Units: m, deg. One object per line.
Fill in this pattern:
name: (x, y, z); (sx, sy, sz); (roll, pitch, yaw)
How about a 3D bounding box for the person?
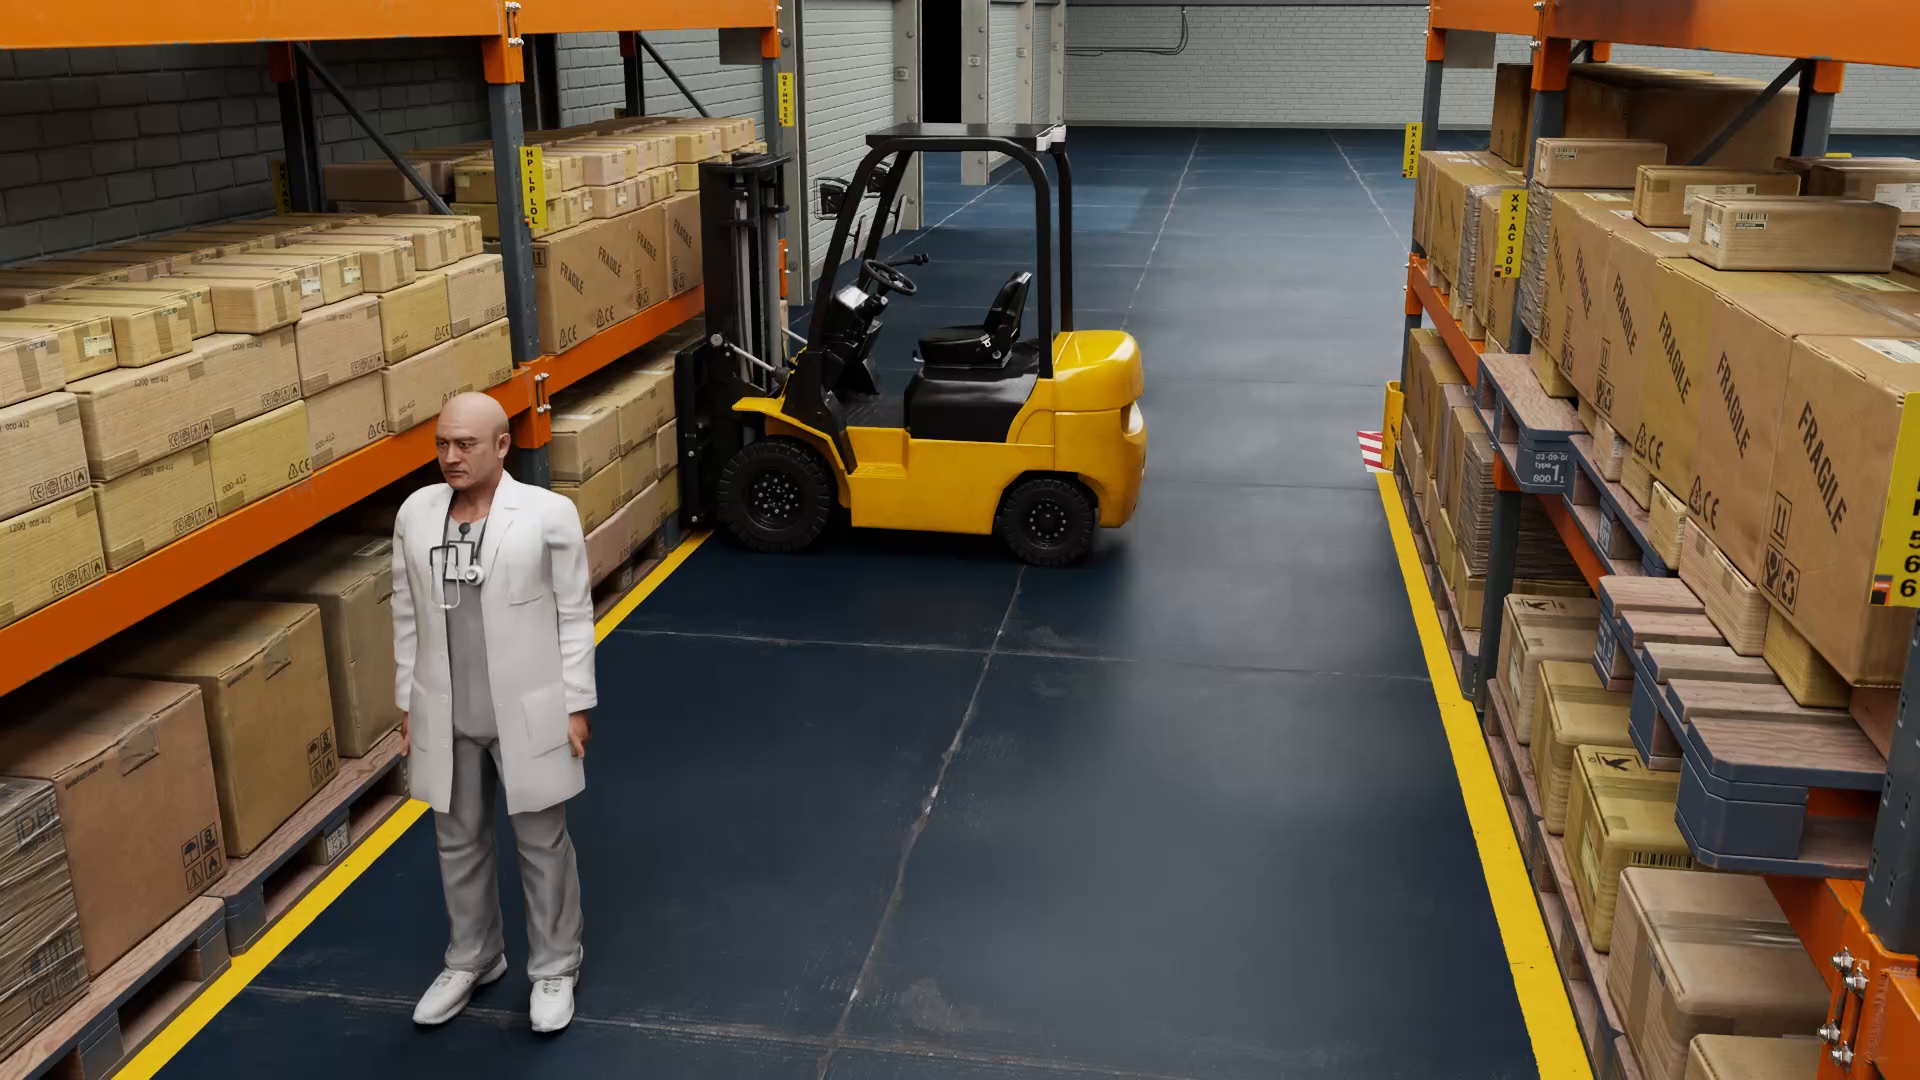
person: (-1.281, 0.483, 4.542); (0.564, 1.783, 0.373); (2, 18, 5)
